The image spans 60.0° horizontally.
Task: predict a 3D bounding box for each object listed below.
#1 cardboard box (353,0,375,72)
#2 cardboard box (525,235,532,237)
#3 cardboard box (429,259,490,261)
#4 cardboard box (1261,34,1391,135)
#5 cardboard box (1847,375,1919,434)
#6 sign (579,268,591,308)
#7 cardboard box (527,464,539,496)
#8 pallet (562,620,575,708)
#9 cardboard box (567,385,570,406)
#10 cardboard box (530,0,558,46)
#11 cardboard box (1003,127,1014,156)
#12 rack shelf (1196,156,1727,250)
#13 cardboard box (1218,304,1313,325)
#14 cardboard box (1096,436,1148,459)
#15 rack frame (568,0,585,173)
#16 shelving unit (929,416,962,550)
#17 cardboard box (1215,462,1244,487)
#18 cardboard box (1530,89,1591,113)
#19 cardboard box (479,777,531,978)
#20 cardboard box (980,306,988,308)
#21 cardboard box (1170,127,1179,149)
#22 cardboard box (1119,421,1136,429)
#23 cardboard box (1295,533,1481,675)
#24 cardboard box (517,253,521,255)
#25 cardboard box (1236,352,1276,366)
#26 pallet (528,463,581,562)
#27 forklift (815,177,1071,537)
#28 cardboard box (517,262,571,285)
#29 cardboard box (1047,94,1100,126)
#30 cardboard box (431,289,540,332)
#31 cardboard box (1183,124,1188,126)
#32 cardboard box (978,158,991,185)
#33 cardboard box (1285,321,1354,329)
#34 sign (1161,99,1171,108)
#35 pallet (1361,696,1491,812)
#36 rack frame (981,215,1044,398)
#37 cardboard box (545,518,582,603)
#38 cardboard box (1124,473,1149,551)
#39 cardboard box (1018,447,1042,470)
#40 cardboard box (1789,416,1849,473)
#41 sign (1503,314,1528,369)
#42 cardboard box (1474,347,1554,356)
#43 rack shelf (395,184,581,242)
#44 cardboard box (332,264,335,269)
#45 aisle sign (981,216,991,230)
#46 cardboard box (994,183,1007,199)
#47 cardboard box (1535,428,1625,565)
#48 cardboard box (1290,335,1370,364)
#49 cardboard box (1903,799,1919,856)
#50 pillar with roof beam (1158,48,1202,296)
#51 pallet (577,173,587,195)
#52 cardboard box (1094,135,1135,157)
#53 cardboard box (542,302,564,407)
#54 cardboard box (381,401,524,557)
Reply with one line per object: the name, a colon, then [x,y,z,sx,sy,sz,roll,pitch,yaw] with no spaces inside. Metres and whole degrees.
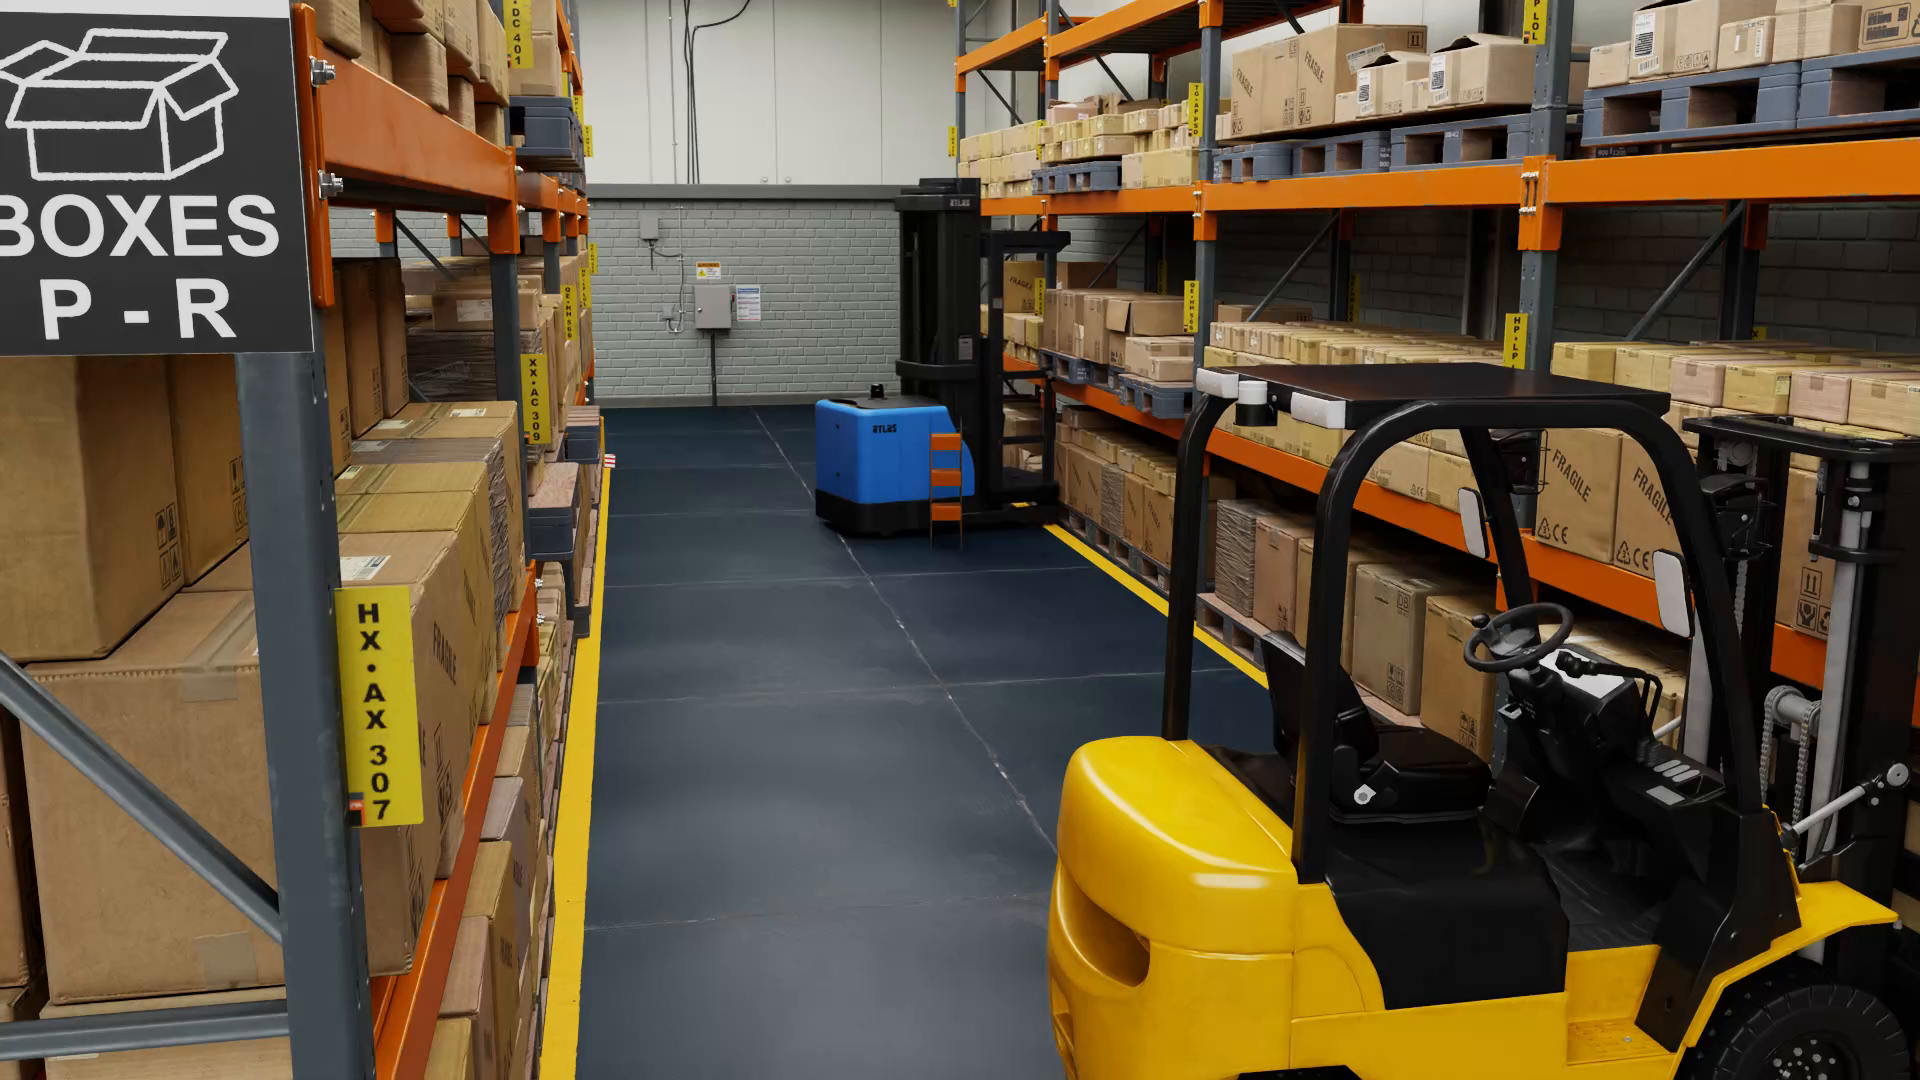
cardboard box: [-1.204,-0.851,2.793,0.380,0.149,0.250,-2,11,-9]
cardboard box: [-4.495,-3.006,16.791,0.380,0.149,0.250,-2,11,-10]
cardboard box: [-3.611,-1.799,12.184,0.500,0.500,0.500,-2,11,-12]
cardboard box: [2.109,-2.529,9.282,0.700,0.500,0.500,-2,11,-12]
cardboard box: [2.954,-0.414,5.053,0.380,0.149,0.250,-2,11,-11]
sign: [-3.105,-2.086,13.746,0.100,0.325,0.005,-2,11,-11]
cardboard box: [-1.877,-0.263,6.602,0.380,0.149,0.250,-2,11,-10]
pallet: [-2.707,0.713,9.387,1.003,0.211,1.213,-2,11,-11]
cardboard box: [-2.706,-0.826,10.413,0.500,0.250,0.500,-2,11,-12]
cardboard box: [-1.907,-2.131,6.791,0.500,0.250,0.500,-2,11,-12]
cardboard box: [0.701,-3.777,15.763,0.500,0.250,0.500,-2,11,-10]
rack shelf: [2.400,-1.735,8.691,1.077,0.370,4.000,-2,11,-11]
cardboard box: [2.064,-1.337,11.309,0.500,0.500,0.500,-2,11,-8]
cardboard box: [1.311,-0.745,13.417,0.380,0.149,0.250,-2,11,-11]
rack frame: [-4.413,-5.215,17.028,1.000,3.000,0.127,-2,11,-11]
shelving unit: [-0.114,-0.456,13.286,0.252,1.050,0.215,-1,11,-3]
cardboard box: [2.063,-0.478,12.013,0.380,0.149,0.250,-2,11,-10]
cardboard box: [2.816,-2.016,7.527,0.380,0.149,0.250,-2,11,-11]
cardboard box: [-1.500,0.995,4.673,0.500,0.500,0.500,-2,11,-8]
cardboard box: [0.377,-2.336,17.552,0.500,0.250,0.500,-2,11,-10]
cardboard box: [1.648,-2.731,11.335,0.380,0.149,0.250,-2,11,-10]
cardboard box: [1.587,-0.955,14.520,0.380,0.149,0.250,-3,11,-13]
cardboard box: [2.385,0.337,9.134,0.875,0.625,0.625,-3,11,-13]
cardboard box: [-4.089,-2.244,14.524,0.500,0.500,0.500,-2,11,-12]
cardboard box: [1.954,-0.971,9.842,0.500,0.250,0.500,-2,11,-9]
pallet: [-2.085,-0.118,6.808,1.003,0.211,1.213,-2,11,-11]
forklift: [0.291,-1.638,14.465,3.031,2.935,1.130,-6,12,-27]
cardboard box: [-2.905,-1.626,11.276,0.500,0.500,0.500,-2,11,-9]
cardboard box: [0.949,-3.603,13.957,0.396,0.266,0.258,-2,11,-12]
cardboard box: [-1.824,-0.886,6.409,0.380,0.149,0.250,-2,11,-11]
cardboard box: [1.706,-2.828,11.049,0.380,0.149,0.250,-3,11,-13]
cardboard box: [0.479,-3.717,16.785,0.500,0.250,0.500,-2,11,-13]
cardboard box: [2.273,-1.297,10.487,0.380,0.149,0.250,-2,11,-9]
sign: [1.777,-3.657,14.430,0.100,0.325,0.005,-2,11,-11]
pallet: [2.607,0.988,7.940,1.003,0.211,1.213,-2,11,-11]
rack frame: [0.455,-2.449,18.541,1.000,3.000,0.127,-2,11,-11]
cardboard box: [-2.910,-0.093,10.721,0.875,0.875,0.875,-2,11,-12]
cardboard box: [1.526,-0.218,12.381,0.500,0.500,0.500,-2,11,-9]
cardboard box: [0.767,-0.735,15.727,0.396,0.266,0.258,-2,11,-9]
cardboard box: [2.813,-0.312,5.311,0.380,0.149,0.250,-2,11,-13]
sign: [2.258,-0.756,6.763,0.100,0.325,0.005,-2,11,-11]
cardboard box: [2.789,-0.878,8.283,0.380,0.149,0.250,-2,11,-11]
rack shelf: [-3.246,-2.287,11.594,1.077,0.370,4.000,-2,11,-11]
cardboard box: [-2.057,-0.477,4.444,0.700,0.500,0.500,-2,11,-12]
aisle sign: [0.154,-3.728,18.307,0.394,0.787,0.004,-2,11,-11]
cardboard box: [0.545,-3.402,16.197,0.380,0.149,0.250,-2,11,-10]
cardboard box: [2.619,-0.206,6.490,0.500,0.500,0.500,-2,11,-13]
cardboard box: [2.045,-1.044,9.157,0.380,0.149,0.250,-2,11,-10]
cardboard box: [2.958,0.880,4.607,0.500,0.250,0.500,-2,11,-10]
pillar with roof beam: [-2.241,-4.666,14.146,9.100,9.000,0.400,-2,11,-11]
pallet: [-4.259,-3.562,16.604,1.003,0.211,1.213,-2,11,-11]
cardboard box: [1.225,-2.971,12.540,0.380,0.149,0.250,-2,11,-10]
cardboard box: [-2.286,-0.942,8.436,0.500,0.500,0.500,-3,11,-15]
cardboard box: [-1.749,-0.190,5.607,0.500,0.500,0.500,-2,11,-12]
